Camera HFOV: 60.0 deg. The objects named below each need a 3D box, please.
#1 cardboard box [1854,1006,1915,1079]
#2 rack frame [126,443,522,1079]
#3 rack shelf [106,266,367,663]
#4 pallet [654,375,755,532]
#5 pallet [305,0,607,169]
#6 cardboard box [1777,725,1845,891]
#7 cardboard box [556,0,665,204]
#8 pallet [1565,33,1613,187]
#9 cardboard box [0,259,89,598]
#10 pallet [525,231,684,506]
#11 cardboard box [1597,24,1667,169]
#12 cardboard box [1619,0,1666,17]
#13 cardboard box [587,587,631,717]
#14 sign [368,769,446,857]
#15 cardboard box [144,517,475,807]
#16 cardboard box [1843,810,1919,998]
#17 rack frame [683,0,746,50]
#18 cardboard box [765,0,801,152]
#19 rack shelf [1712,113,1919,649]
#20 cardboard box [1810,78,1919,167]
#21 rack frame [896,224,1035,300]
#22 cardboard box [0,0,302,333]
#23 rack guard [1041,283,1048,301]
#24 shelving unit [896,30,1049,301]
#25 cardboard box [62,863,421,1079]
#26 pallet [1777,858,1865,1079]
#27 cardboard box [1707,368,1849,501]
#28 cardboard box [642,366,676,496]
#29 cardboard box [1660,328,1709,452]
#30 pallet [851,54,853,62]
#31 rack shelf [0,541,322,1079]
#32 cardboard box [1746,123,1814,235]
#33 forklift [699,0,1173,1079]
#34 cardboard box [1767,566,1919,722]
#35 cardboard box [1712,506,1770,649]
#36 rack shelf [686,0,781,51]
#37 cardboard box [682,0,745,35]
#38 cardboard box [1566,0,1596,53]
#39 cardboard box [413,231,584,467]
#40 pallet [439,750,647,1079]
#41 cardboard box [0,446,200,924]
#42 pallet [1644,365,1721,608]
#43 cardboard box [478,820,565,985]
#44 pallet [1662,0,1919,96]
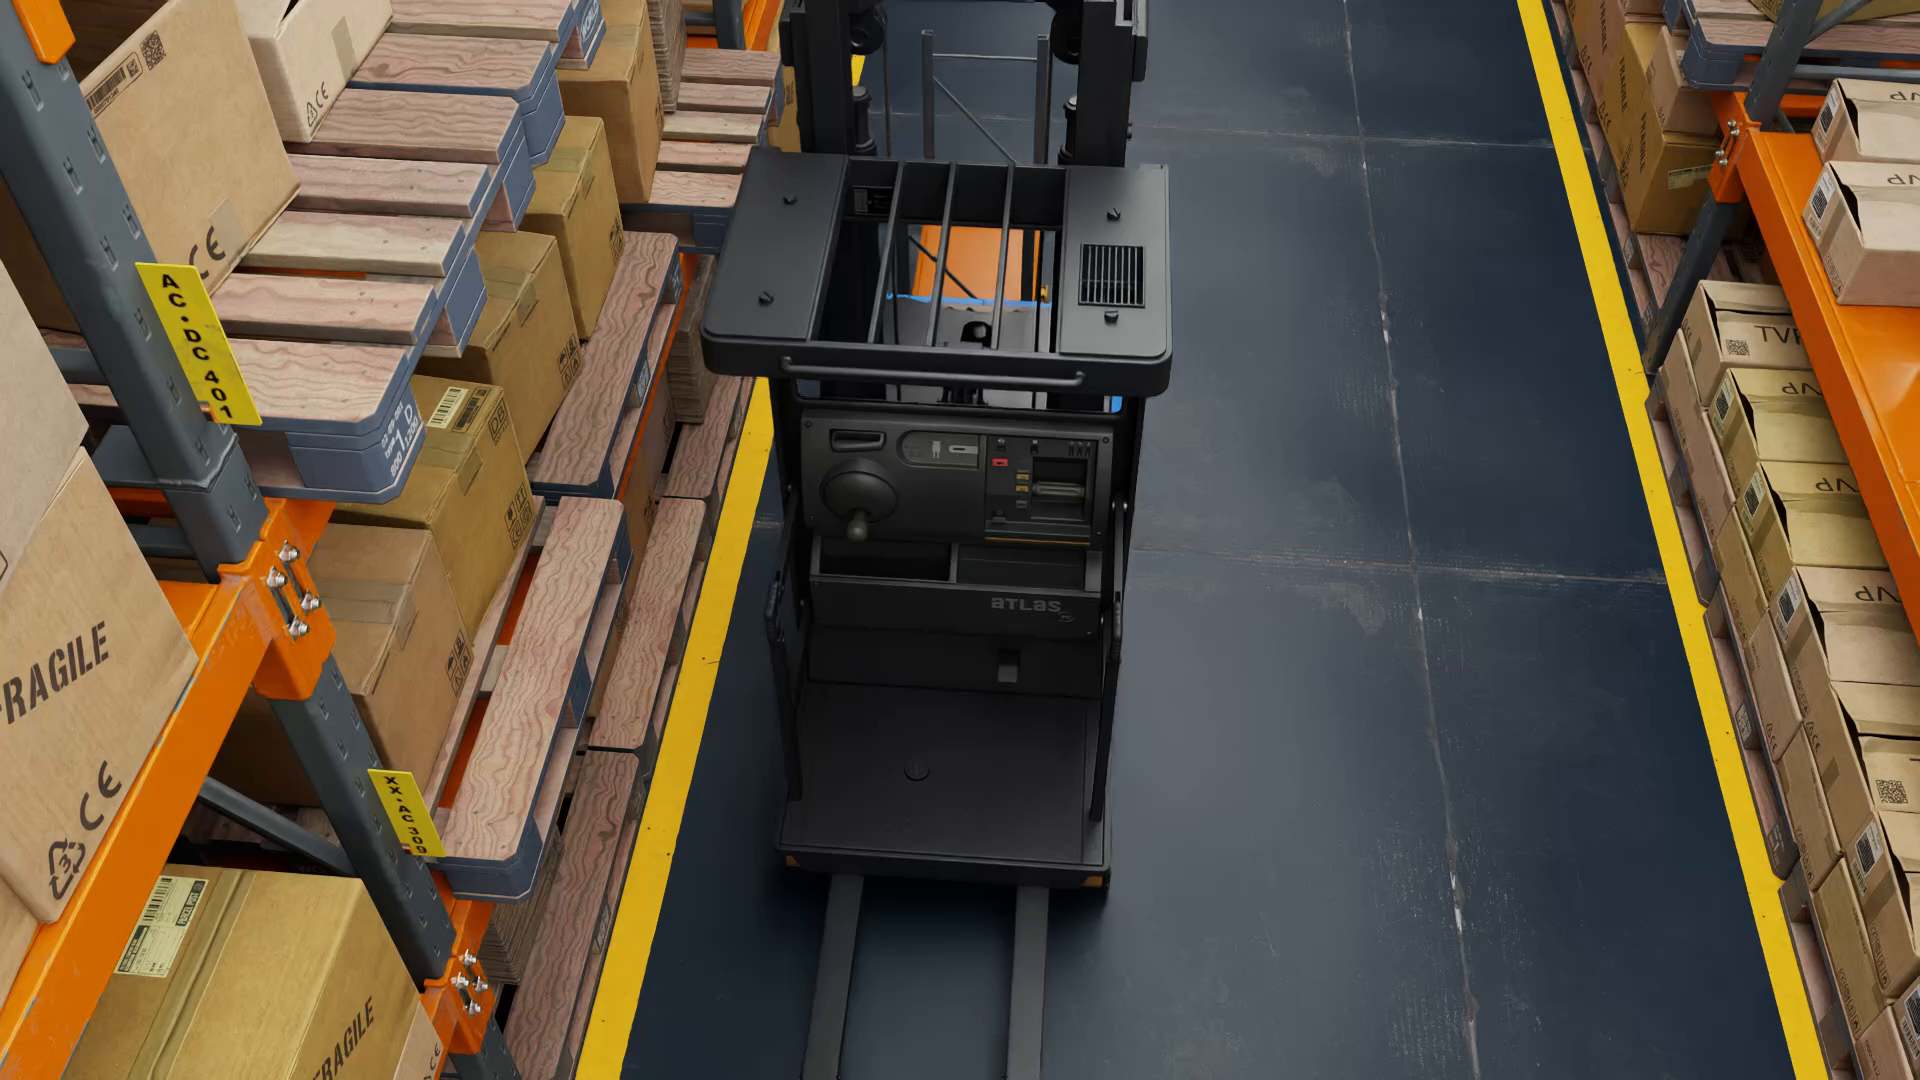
[{"bbox_3d":[2.948,1.646,4.790,0.500,0.250,0.500,3,48,3],"label":"cardboard box"},{"bbox_3d":[-1.735,0.854,3.936,1.000,3.000,0.127,4,48,4],"label":"rack frame"},{"bbox_3d":[-1.553,-1.385,4.439,1.077,0.370,4.000,4,48,4],"label":"rack shelf"},{"bbox_3d":[-1.443,-0.570,7.129,1.003,0.211,1.213,4,48,4],"label":"pallet"},{"bbox_3d":[-1.481,-1.304,4.004,1.213,0.211,1.003,4,48,4],"label":"pallet"},{"bbox_3d":[3.042,0.899,5.474,0.500,0.250,0.500,5,48,4],"label":"cardboard box"},{"bbox_3d":[-1.427,-1.509,5.732,0.700,0.500,0.500,0,48,0],"label":"cardboard box"},{"bbox_3d":[3.783,-2.254,8.669,1.003,0.211,1.213,4,48,4],"label":"pallet"},{"bbox_3d":[-1.510,-0.150,2.063,0.500,0.500,0.500,0,48,0],"label":"cardboard box"},{"bbox_3d":[-1.510,-0.563,5.363,1.003,0.211,1.213,4,48,4],"label":"pallet"},{"bbox_3d":[3.462,-2.143,8.073,0.500,0.500,0.500,2,48,2],"label":"cardboard box"},{"bbox_3d":[3.505,-2.810,8.175,0.500,0.250,0.500,3,48,3],"label":"cardboard box"},{"bbox_3d":[-1.600,0.252,5.883,0.700,0.500,0.500,4,48,4],"label":"cardboard box"},{"bbox_3d":[-1.194,0.592,3.589,0.100,0.325,0.005,4,48,4],"label":"sign"},{"bbox_3d":[-1.654,0.300,4.077,0.700,0.500,0.500,4,48,4],"label":"cardboard box"},{"bbox_3d":[2.991,1.082,4.927,0.500,0.311,0.500,5,48,5],"label":"cardboard box"},{"bbox_3d":[-1.370,-2.086,6.625,1.000,3.000,0.127,4,48,4],"label":"rack frame"},{"bbox_3d":[-1.173,-2.033,7.749,0.750,0.750,0.750,3,48,3],"label":"cardboard box"},{"bbox_3d":[3.381,-0.043,5.244,1.077,0.370,4.000,4,48,4],"label":"rack shelf"},{"bbox_3d":[3.487,-1.461,6.114,0.500,0.311,0.500,7,48,6],"label":"cardboard box"},{"bbox_3d":[0.020,-0.731,6.403,0.500,1.500,0.032,3,48,3],"label":"rack frame"},{"bbox_3d":[-1.605,-0.730,3.000,0.500,0.500,0.500,10,48,9],"label":"cardboard box"},{"bbox_3d":[0.099,-1.057,7.547,0.587,0.250,0.087,3,48,3],"label":"rack guard"},{"bbox_3d":[0.060,-1.112,6.751,0.587,1.500,1.083,3,48,3],"label":"shelving unit"},{"bbox_3d":[-1.470,1.013,3.371,0.500,0.500,0.500,4,48,3],"label":"cardboard box"},{"bbox_3d":[3.227,1.581,5.161,1.003,0.211,1.213,4,48,4],"label":"pallet"},{"bbox_3d":[3.183,-0.406,6.288,0.500,0.311,0.500,3,48,3],"label":"cardboard box"},{"bbox_3d":[-1.547,-0.487,6.559,0.700,0.500,0.500,4,48,3],"label":"cardboard box"},{"bbox_3d":[3.223,-0.604,6.848,0.500,0.250,0.500,4,48,3],"label":"cardboard box"},{"bbox_3d":[-1.110,-2.613,8.997,1.003,0.211,1.213,4,48,4],"label":"pallet"},{"bbox_3d":[-1.917,1.554,1.751,1.077,0.370,4.000,4,48,4],"label":"rack shelf"},{"bbox_3d":[3.931,-1.760,7.723,0.500,0.500,0.500,2,48,2],"label":"cardboard box"},{"bbox_3d":[-0.027,-0.073,4.831,1.130,2.935,3.031,3,48,3],"label":"forklift"},{"bbox_3d":[3.088,0.346,5.600,0.500,0.311,0.500,3,48,3],"label":"cardboard box"},{"bbox_3d":[3.137,0.148,6.161,0.500,0.250,0.500,3,48,2],"label":"cardboard box"},{"bbox_3d":[-1.188,-3.312,8.234,1.077,0.370,4.000,4,48,4],"label":"rack shelf"},{"bbox_3d":[-1.110,-2.234,6.917,0.380,0.149,0.250,3,48,3],"label":"cardboard box"},{"bbox_3d":[3.550,-2.901,8.766,0.500,0.500,0.500,4,48,4],"label":"cardboard box"},{"bbox_3d":[-1.567,-0.596,4.897,0.700,0.500,0.500,10,48,9],"label":"cardboard box"},{"bbox_3d":[-1.665,1.223,5.489,1.003,0.211,1.213,4,48,4],"label":"pallet"},{"bbox_3d":[-1.535,0.191,2.429,0.500,0.500,0.500,5,48,5],"label":"cardboard box"},{"bbox_3d":[3.449,-0.212,6.801,1.003,0.211,1.213,4,48,4],"label":"pallet"},{"bbox_3d":[-1.684,1.007,5.192,0.700,0.500,0.500,5,48,5],"label":"cardboard box"},{"bbox_3d":[3.555,-2.193,6.853,1.213,0.211,1.003,4,48,4],"label":"pallet"}]
